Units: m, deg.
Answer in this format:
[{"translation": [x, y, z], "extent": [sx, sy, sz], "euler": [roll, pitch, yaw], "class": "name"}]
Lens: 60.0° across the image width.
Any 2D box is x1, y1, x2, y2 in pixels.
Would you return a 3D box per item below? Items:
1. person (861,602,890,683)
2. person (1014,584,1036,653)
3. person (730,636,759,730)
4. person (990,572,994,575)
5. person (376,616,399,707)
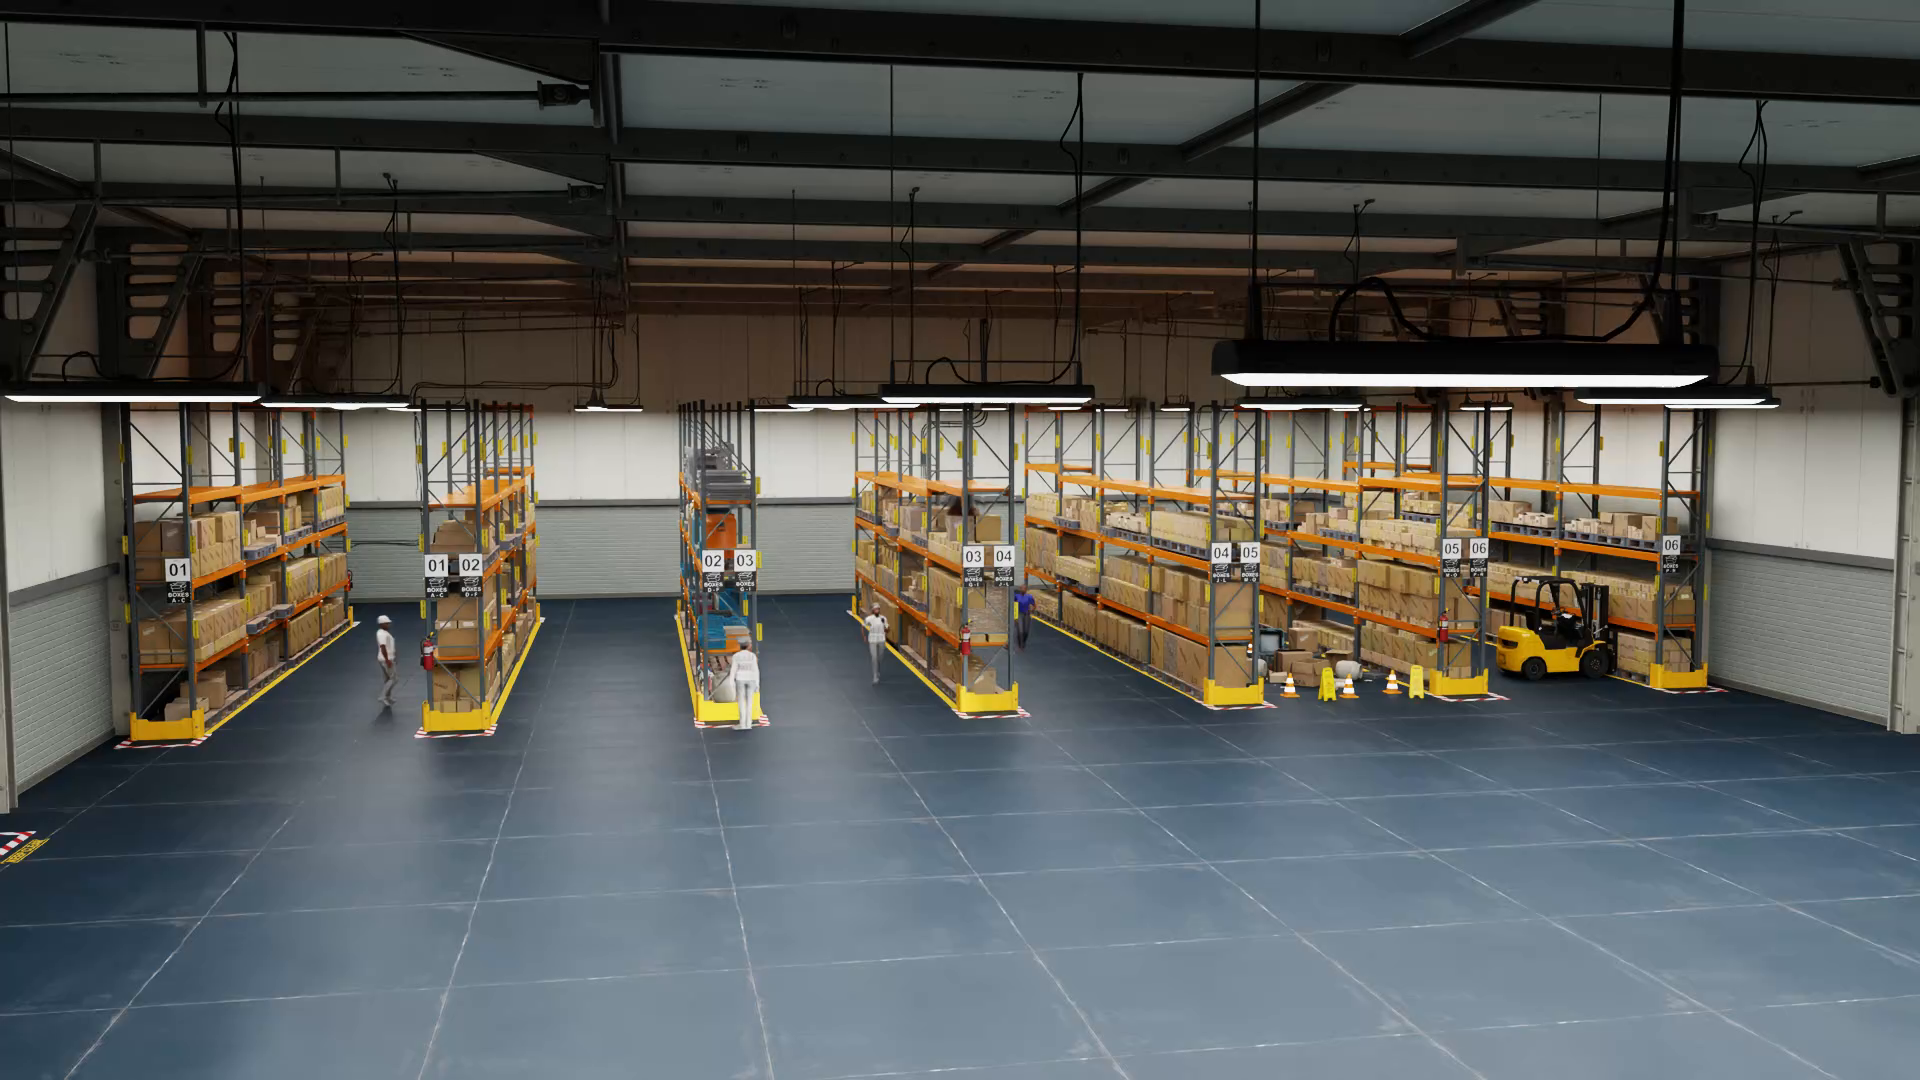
[{"translation": [-1.789, 2.171, 35.561], "extent": [0.634, 1.667, 1.008], "euler": [-1, 4, -9], "class": "person"}, {"translation": [1.558, 1.897, 40.286], "extent": [0.569, 1.686, 0.744], "euler": [0, 4, -5], "class": "person"}, {"translation": [-3.912, 2.606, 30.231], "extent": [0.533, 1.705, 0.377], "euler": [0, 4, -4], "class": "person"}, {"translation": [1.166, 1.038, 50.661], "extent": [0.573, 1.723, 1.022], "euler": [1, 4, 12], "class": "person"}, {"translation": [-11.245, 2.374, 32.670], "extent": [0.408, 1.771, 0.680], "euler": [-2, 5, -22], "class": "person"}]
